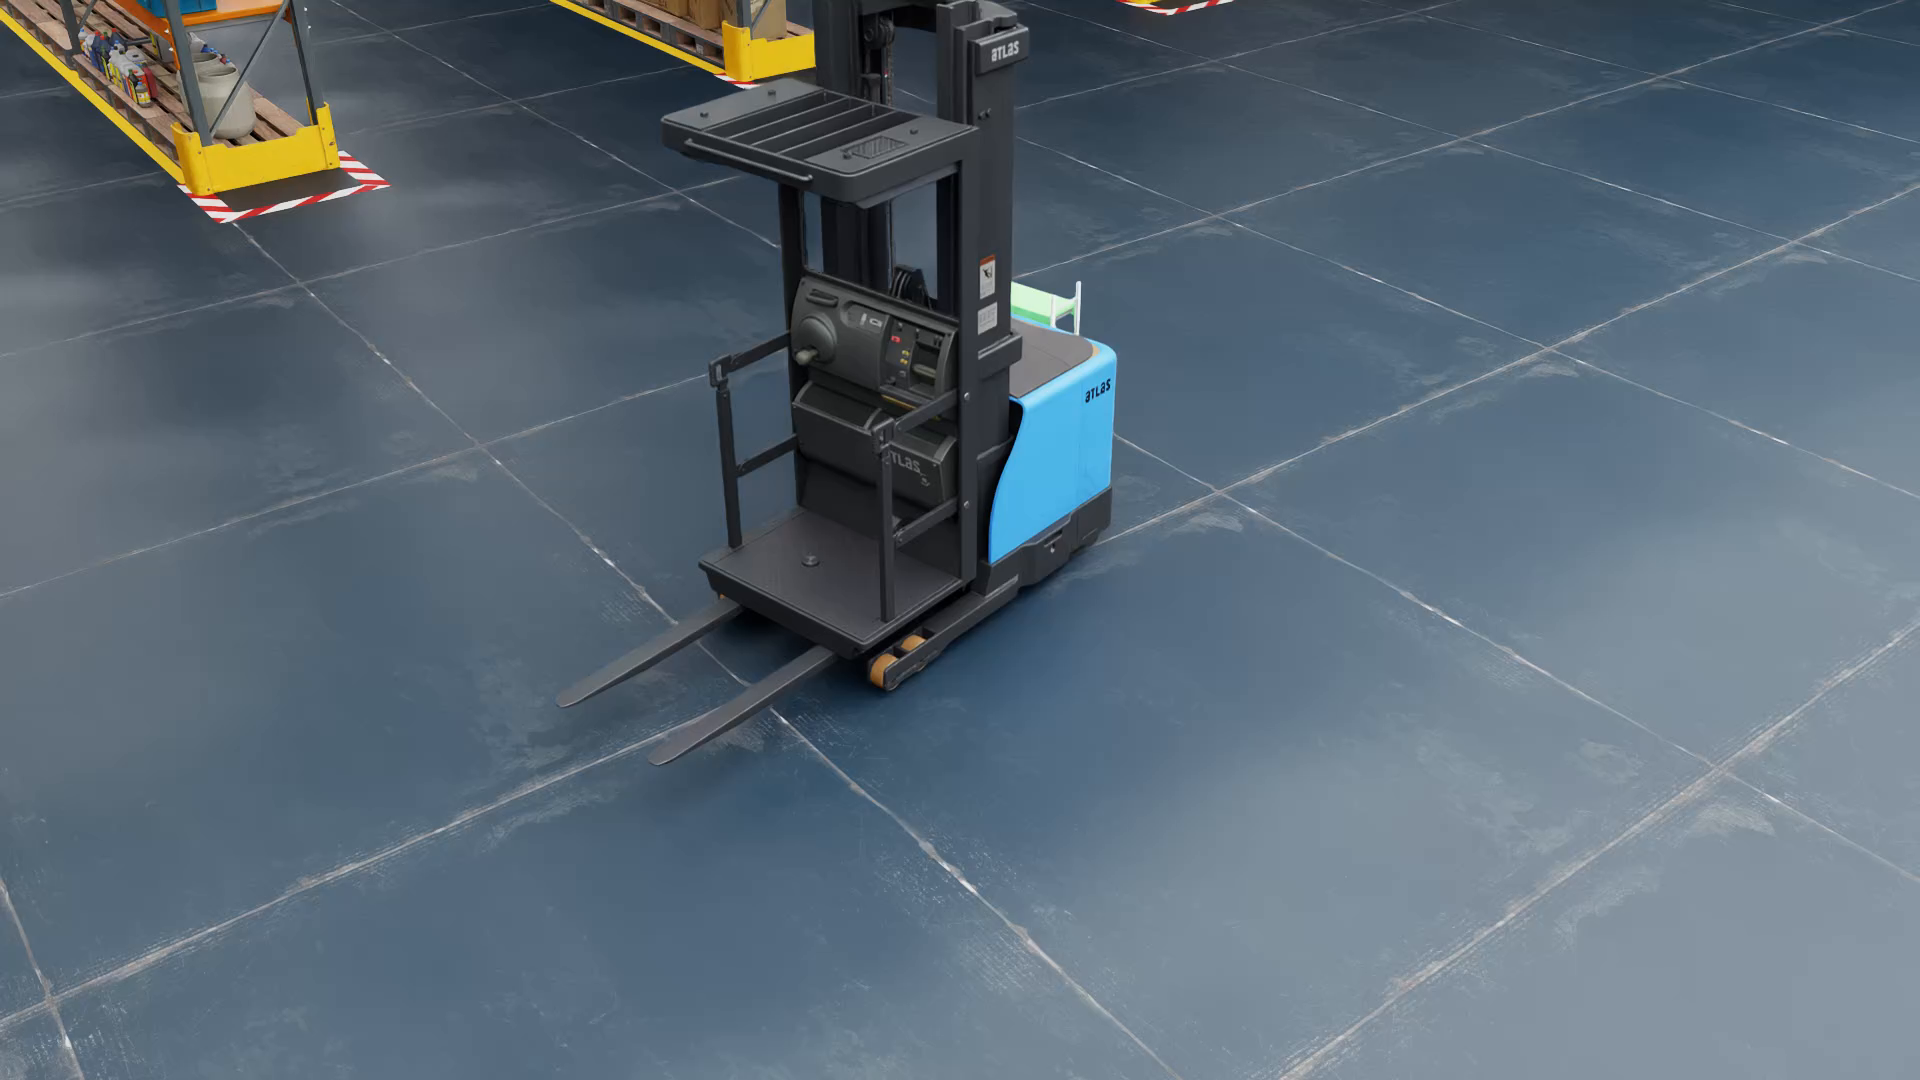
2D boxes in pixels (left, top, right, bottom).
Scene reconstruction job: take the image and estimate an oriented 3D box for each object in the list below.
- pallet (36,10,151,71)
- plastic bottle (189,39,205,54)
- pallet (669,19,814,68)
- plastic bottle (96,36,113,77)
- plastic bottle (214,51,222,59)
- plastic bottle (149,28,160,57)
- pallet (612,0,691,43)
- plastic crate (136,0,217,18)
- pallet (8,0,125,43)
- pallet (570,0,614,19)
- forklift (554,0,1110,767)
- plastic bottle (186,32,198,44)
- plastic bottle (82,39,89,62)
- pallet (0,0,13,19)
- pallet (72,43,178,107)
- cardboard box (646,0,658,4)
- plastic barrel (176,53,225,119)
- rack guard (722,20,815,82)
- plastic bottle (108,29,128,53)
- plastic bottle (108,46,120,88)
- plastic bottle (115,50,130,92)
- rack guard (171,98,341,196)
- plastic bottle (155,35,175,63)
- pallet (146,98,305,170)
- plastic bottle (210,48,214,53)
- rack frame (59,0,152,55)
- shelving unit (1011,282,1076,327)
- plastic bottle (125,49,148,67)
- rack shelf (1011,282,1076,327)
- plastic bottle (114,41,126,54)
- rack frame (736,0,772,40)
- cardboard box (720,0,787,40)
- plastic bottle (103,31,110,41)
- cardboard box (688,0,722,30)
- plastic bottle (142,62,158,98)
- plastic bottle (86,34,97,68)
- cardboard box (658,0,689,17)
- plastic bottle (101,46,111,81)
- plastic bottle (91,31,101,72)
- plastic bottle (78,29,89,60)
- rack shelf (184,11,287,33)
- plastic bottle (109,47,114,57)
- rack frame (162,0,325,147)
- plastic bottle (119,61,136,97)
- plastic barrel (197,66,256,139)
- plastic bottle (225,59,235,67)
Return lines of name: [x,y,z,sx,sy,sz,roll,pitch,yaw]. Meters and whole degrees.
pallet: [-8.534,-5.017,16.628,1.003,0.211,1.213,-22,38,-31]
plastic bottle: [-6.987,-4.458,15.249,0.152,0.276,0.135,-22,38,-31]
pallet: [-2.174,-5.019,16.632,1.003,0.211,1.213,-22,38,-31]
plastic bottle: [-7.739,-4.399,15.084,0.144,0.351,0.185,-24,39,-33]
plastic bottle: [-6.645,-4.247,14.914,0.097,0.271,0.097,0,32,0]
plastic bottle: [-7.513,-4.727,15.611,0.144,0.351,0.185,-22,38,-31]
pallet: [-2.918,-5.528,17.450,1.003,0.211,1.213,-22,38,-31]
plastic crate: [-7.911,-5.581,14.833,0.499,0.464,6.483,-22,38,-31]
pallet: [-9.287,-5.526,17.447,1.003,0.211,1.213,-22,38,-31]
pallet: [-3.670,-6.036,18.269,1.003,0.211,1.213,-22,38,-31]
forklift: [-0.538,-0.854,7.348,1.121,2.935,3.031,24,39,33]
plastic bottle: [-7.084,-4.559,15.341,0.144,0.351,0.185,-23,38,-32]
plastic bottle: [-8.111,-4.568,15.497,0.097,0.201,0.097,0,32,0]
pallet: [-10.030,-6.034,18.265,1.003,0.211,1.213,-22,38,-31]
pallet: [-7.643,-4.409,15.649,1.003,0.211,1.213,-22,38,-31]
cardboard box: [-3.096,-5.957,17.469,0.500,0.500,0.500,-26,40,-35]
plastic barrel: [-6.340,-3.800,13.985,0.421,0.512,0.421,0,32,0]
rack guard: [-1.703,-4.792,15.992,1.175,0.500,0.348,-22,38,-31]
plastic bottle: [-7.741,-4.525,15.286,0.144,0.351,0.185,-22,38,-31]
plastic bottle: [-7.478,-4.222,14.799,0.144,0.351,0.185,-23,38,-32]
plastic bottle: [-7.364,-4.145,14.674,0.144,0.351,0.185,-21,37,-29]
rack guard: [-5.653,-3.174,13.387,1.175,0.500,0.348,-22,38,-31]
plastic bottle: [-7.383,-4.603,15.483,0.152,0.276,0.135,-22,38,-31]
pallet: [-6.147,-3.392,14.011,1.003,0.211,1.213,-22,38,-31]
plastic bottle: [-6.706,-4.289,14.981,0.097,0.271,0.097,0,32,0]
rack frame: [-8.022,-5.887,15.385,1.000,3.000,0.127,-22,38,-31]
shelving unit: [0.353,-0.867,9.008,0.492,1.200,0.258,23,39,33]
plastic bottle: [-7.377,-4.249,14.912,0.152,0.276,0.135,-22,38,-31]
rack shelf: [0.358,-1.218,8.785,0.480,0.148,0.258,23,39,33]
plastic bottle: [-7.671,-4.423,15.197,0.097,0.271,0.097,0,32,0]
rack frame: [-1.657,-5.822,15.281,1.000,3.000,0.127,-22,38,-31]
cardboard box: [-2.026,-5.205,16.258,0.500,0.500,0.500,-15,35,-23]
plastic bottle: [-7.869,-4.554,15.397,0.061,0.283,0.133,-22,38,-31]
cardboard box: [-2.420,-5.443,16.641,0.614,0.500,0.614,-22,38,-31]
plastic bottle: [-7.091,-4.025,14.545,0.061,0.283,0.133,-22,38,-31]
plastic bottle: [-7.953,-4.516,15.343,0.152,0.276,0.135,-21,37,-30]
cardboard box: [-2.789,-5.710,17.071,0.500,0.500,0.500,-19,36,-27]
plastic bottle: [-7.671,-4.288,14.969,0.061,0.283,0.133,-20,37,-29]
plastic bottle: [-7.855,-4.478,15.210,0.144,0.351,0.185,-21,38,-30]
plastic bottle: [-8.173,-4.640,15.547,0.097,0.271,0.097,0,32,0]
rack shelf: [-6.796,-4.809,14.195,0.831,0.071,3.687,-22,38,-31]
plastic bottle: [-7.619,-4.316,15.026,0.097,0.271,0.097,0,32,0]
rack frame: [-5.569,-4.220,12.701,1.000,3.000,0.127,-22,38,-31]
plastic bottle: [-7.260,-4.045,14.584,0.152,0.276,0.135,-23,39,-33]
plastic barrel: [-6.033,-3.591,13.649,0.421,0.512,0.421,0,32,0]
plastic bottle: [-6.435,-4.104,14.684,0.097,0.271,0.097,0,32,0]
